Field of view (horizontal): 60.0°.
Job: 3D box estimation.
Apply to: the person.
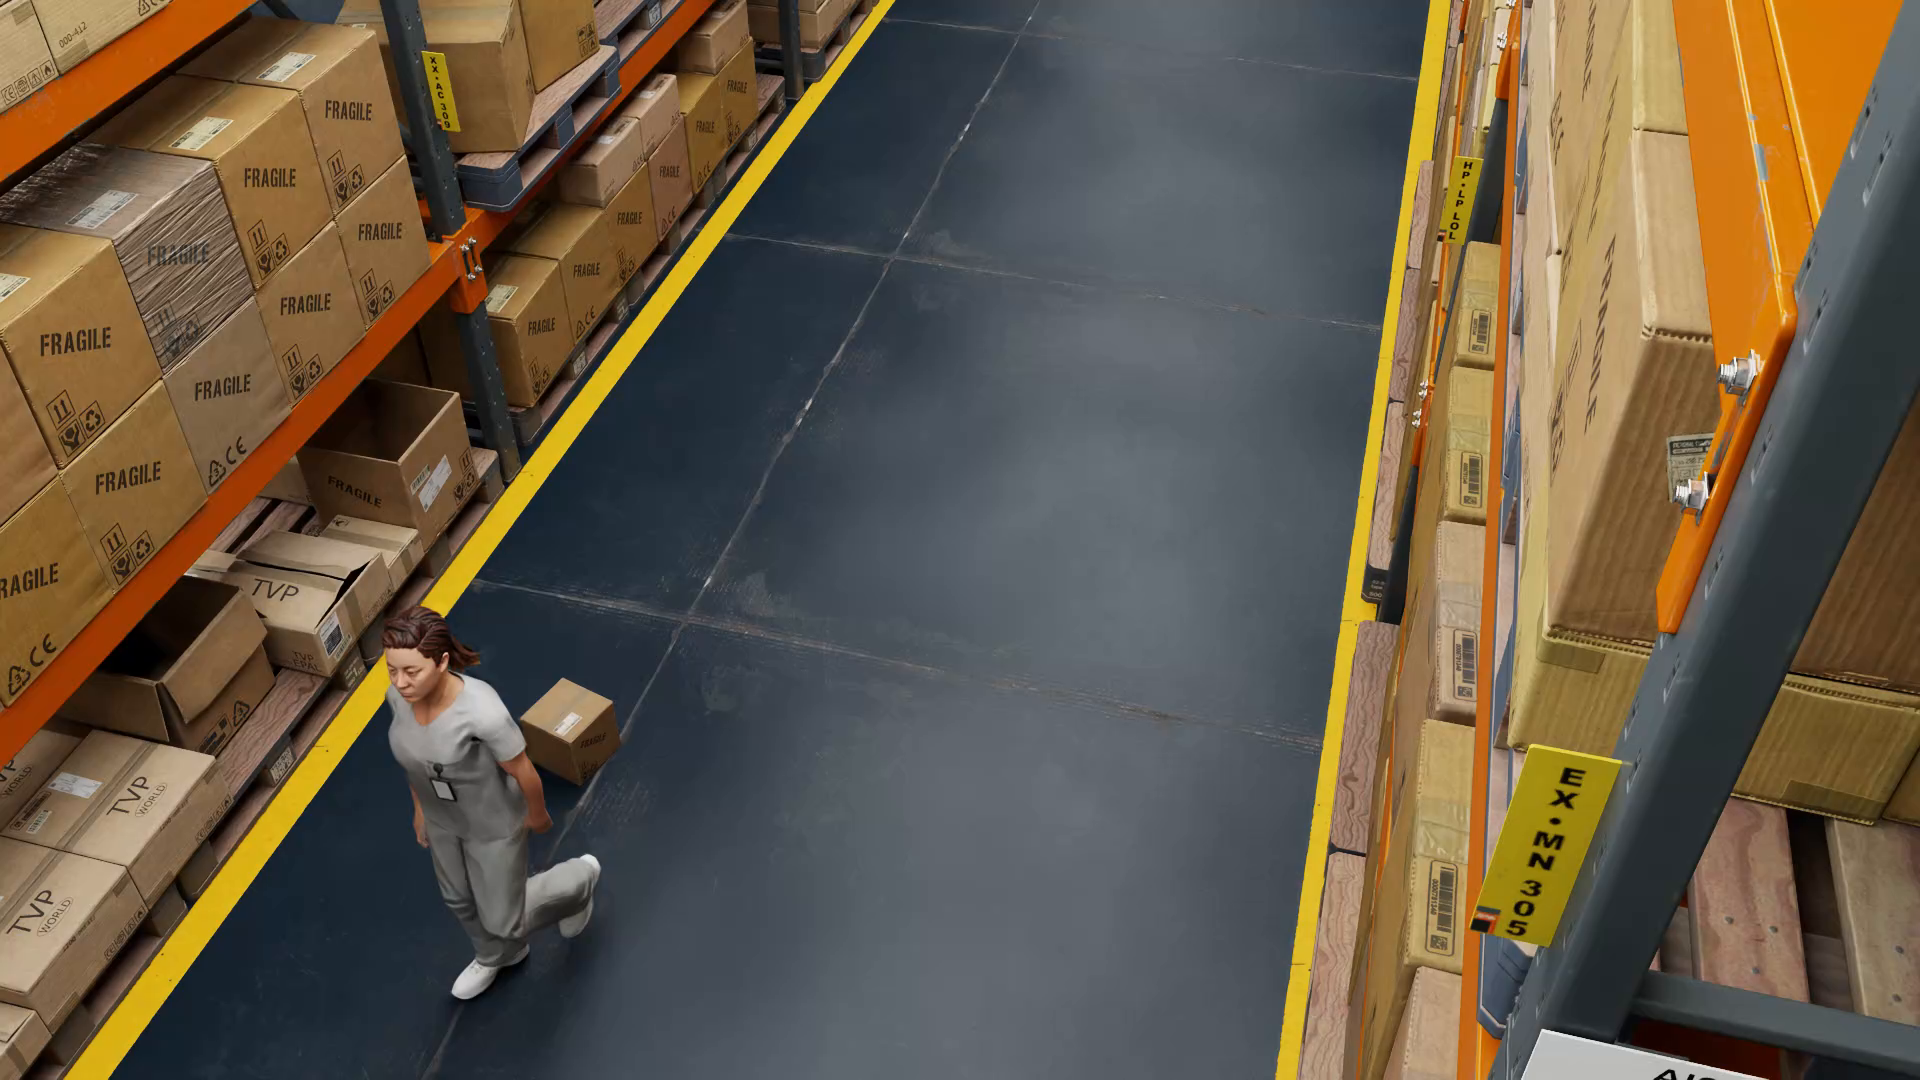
[{"bbox_3d":[-1.474,0.811,5.213,0.449,1.654,0.557,20,45,21],"label":"person"}]
